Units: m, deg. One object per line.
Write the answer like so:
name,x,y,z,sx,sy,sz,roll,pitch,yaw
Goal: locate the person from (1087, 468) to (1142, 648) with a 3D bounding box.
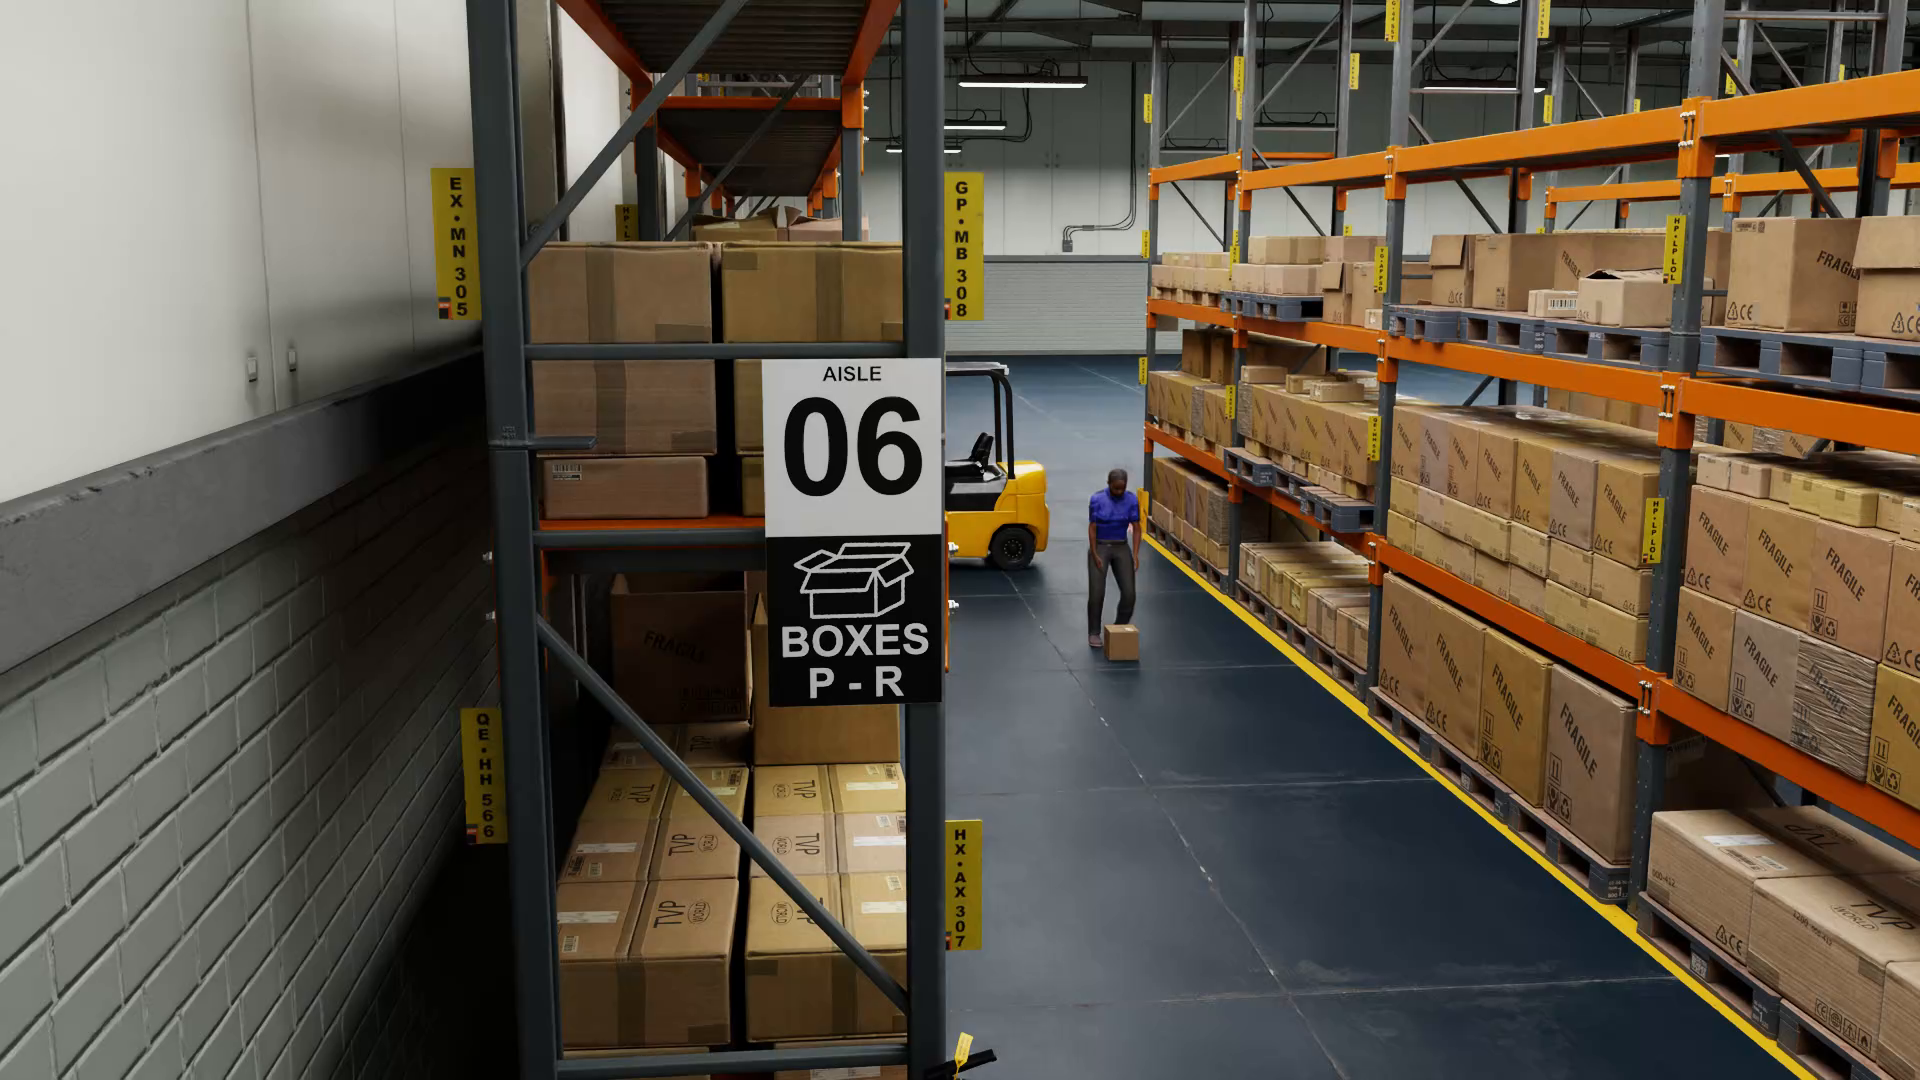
person,1.336,0.142,14.410,0.469,1.570,0.430,-1,10,-5
